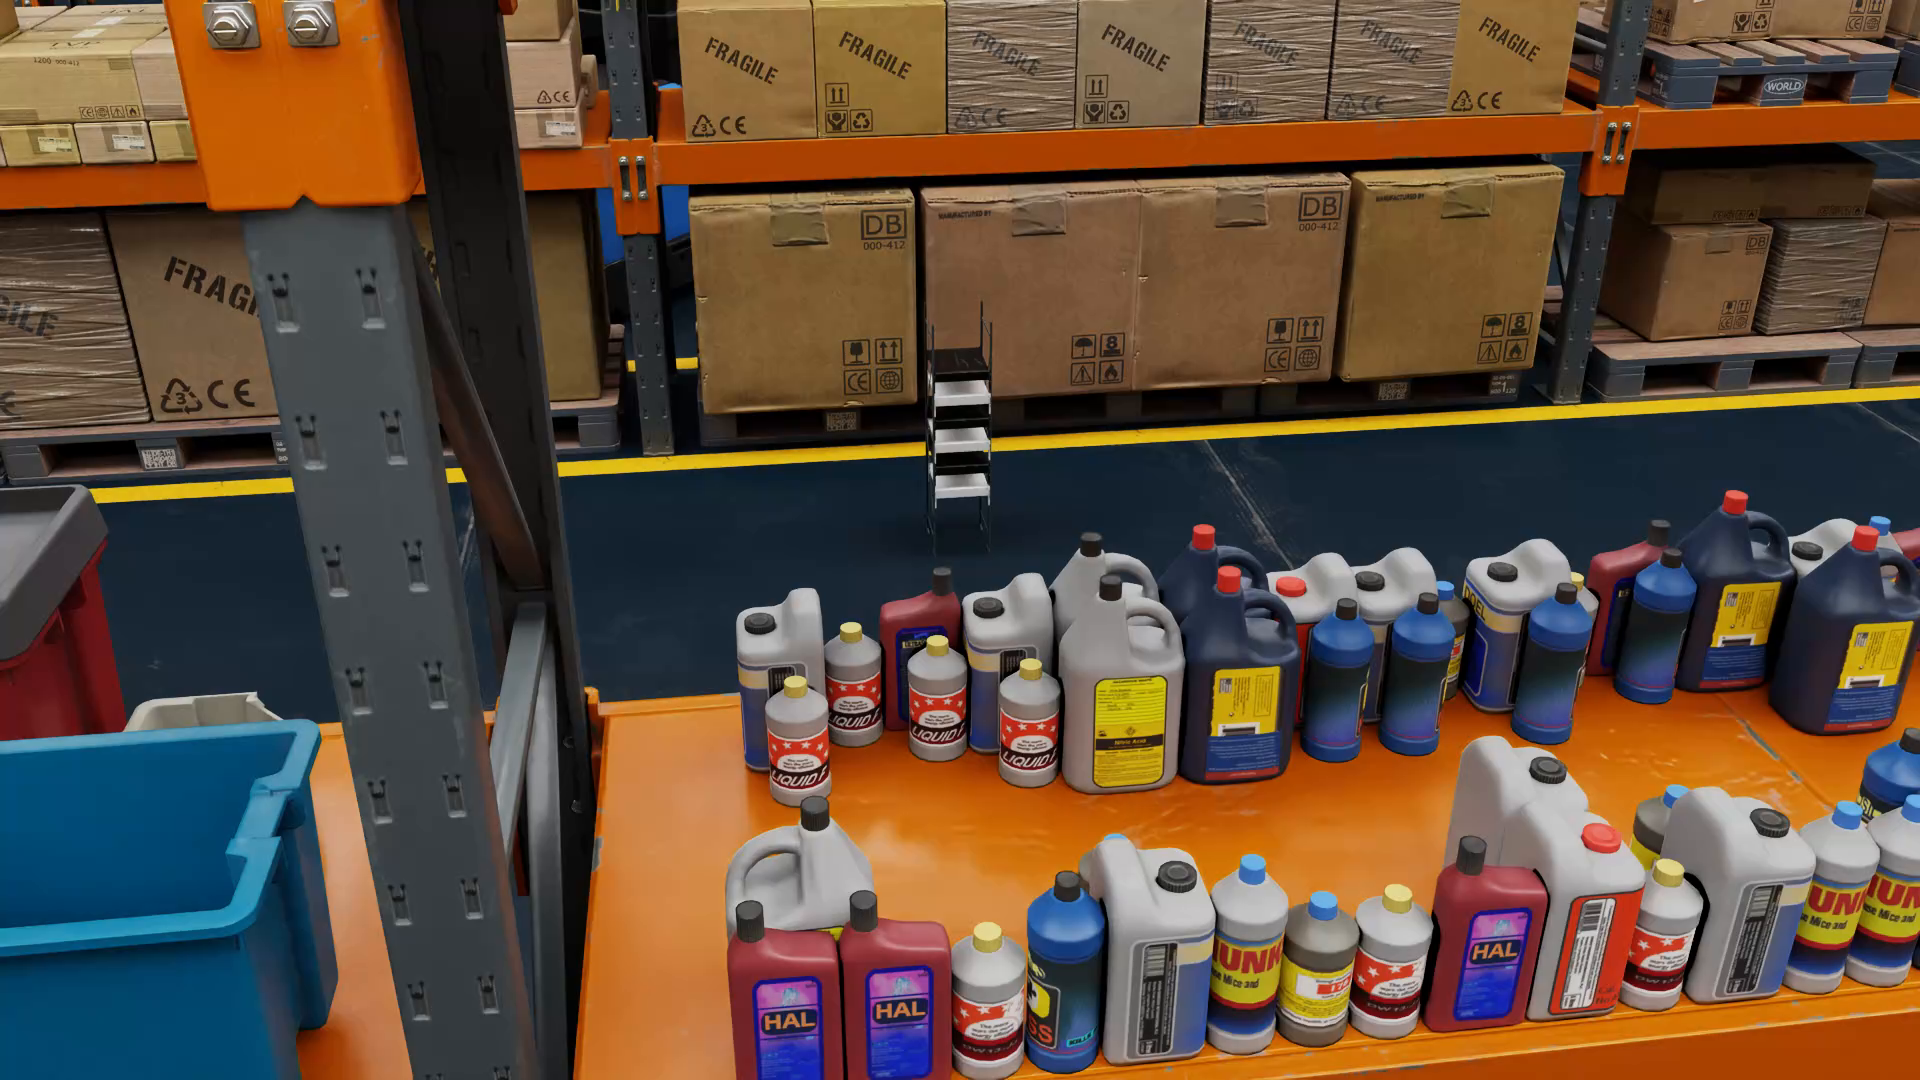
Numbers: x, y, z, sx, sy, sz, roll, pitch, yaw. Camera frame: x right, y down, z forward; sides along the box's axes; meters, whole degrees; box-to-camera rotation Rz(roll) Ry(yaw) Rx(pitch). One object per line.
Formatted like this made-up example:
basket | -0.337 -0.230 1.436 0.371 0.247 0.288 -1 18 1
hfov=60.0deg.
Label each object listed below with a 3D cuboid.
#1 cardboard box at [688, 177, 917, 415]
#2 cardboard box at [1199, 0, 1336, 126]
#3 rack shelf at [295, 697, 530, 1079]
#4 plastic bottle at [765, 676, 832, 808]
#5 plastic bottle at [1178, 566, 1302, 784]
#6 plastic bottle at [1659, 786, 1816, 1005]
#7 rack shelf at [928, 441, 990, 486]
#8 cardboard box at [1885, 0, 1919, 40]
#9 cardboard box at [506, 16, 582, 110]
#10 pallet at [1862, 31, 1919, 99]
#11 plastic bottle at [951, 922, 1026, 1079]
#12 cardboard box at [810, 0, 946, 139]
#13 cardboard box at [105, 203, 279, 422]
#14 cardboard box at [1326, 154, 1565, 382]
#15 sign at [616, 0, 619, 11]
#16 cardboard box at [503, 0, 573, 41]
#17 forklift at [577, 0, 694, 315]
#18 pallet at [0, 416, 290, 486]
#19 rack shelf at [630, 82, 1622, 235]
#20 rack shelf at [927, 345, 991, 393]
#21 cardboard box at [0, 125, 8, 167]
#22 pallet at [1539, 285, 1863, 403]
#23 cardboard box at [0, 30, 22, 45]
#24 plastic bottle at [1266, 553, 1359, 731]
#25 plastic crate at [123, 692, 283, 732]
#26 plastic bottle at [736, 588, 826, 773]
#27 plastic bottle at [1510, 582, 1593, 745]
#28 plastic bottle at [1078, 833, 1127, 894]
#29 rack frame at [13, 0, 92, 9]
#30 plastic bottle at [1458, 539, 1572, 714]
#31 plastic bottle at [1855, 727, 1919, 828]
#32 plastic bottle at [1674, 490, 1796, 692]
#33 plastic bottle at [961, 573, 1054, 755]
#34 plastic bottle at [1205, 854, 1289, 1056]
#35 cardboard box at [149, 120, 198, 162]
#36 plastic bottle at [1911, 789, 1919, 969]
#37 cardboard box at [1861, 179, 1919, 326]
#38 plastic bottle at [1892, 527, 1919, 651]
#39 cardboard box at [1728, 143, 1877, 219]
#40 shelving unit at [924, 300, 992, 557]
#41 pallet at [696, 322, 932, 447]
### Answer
cardboard box | -0.692 -1.197 7.164 0.875 0.875 1.225 -4 27 -7
cardboard box | 1.176 -1.998 6.748 0.500 0.500 0.500 -5 28 -9
rack shelf | -2.613 0.781 2.231 4.000 0.370 1.077 -4 27 -7
plastic bottle | -0.252 0.306 2.586 0.097 0.201 0.097 0 27 0
plastic bottle | 0.435 0.202 2.624 0.185 0.351 0.144 -4 27 -7
plastic bottle | 1.025 0.458 2.208 0.135 0.276 0.152 -4 27 -7
rack shelf | -0.008 -0.290 6.100 0.200 0.077 0.258 -4 27 -7
cardboard box | 4.330 -2.283 7.118 0.500 0.250 0.500 -4 27 -9
cardboard box | -1.723 -1.825 6.359 0.500 0.250 0.500 -4 27 -8
pallet | 4.593 -2.219 7.499 1.213 0.211 1.003 -4 27 -7
plastic bottle | 0.034 0.567 2.076 0.097 0.201 0.097 0 27 0
cardboard box | -0.335 -1.899 6.555 0.500 0.500 0.500 -4 27 -7
cardboard box | -2.879 -1.084 6.945 0.875 0.875 0.875 -4 27 -7
cardboard box | 1.952 -1.367 7.496 0.875 0.875 1.225 -5 28 -10
sign | -1.244 -2.075 5.974 0.005 0.325 0.100 -4 27 -7
cardboard box | -1.741 -2.155 6.181 0.500 0.500 0.500 -3 27 -6
forklift | -1.477 -3.049 8.981 1.130 2.935 3.031 15 31 27
pallet | -3.297 -0.573 7.135 1.213 0.211 1.003 -4 27 -7
rack shelf | 0.658 -1.713 7.091 4.000 0.370 1.077 -4 27 -7
rack shelf | -0.008 -0.610 5.936 0.200 0.077 0.258 -4 27 -7
cardboard box | -3.613 -1.496 6.155 0.250 0.149 0.380 -4 27 -8
pallet | 3.412 -0.969 7.906 1.213 0.211 1.003 -4 27 -7
cardboard box | -3.759 -1.692 6.100 0.500 0.250 0.500 -5 28 -9
plastic bottle | 0.574 0.162 2.784 0.135 0.276 0.152 -4 27 -7
plastic crate | -1.113 0.389 2.429 0.243 0.136 0.396 -4 27 -7
plastic bottle | -0.287 0.217 2.677 0.135 0.276 0.152 -4 27 -7
plastic bottle | 0.972 0.196 2.723 0.097 0.271 0.097 0 27 0
plastic bottle | 0.205 0.486 2.235 0.097 0.201 0.097 0 27 0
rack frame | -5.875 -3.900 10.565 0.127 3.000 1.000 -4 27 -7
plastic bottle | 0.937 0.139 2.830 0.135 0.276 0.152 -4 27 -7
plastic bottle | 1.317 0.387 2.351 0.097 0.271 0.097 0 27 0
plastic bottle | 1.323 0.079 2.865 0.185 0.351 0.144 -4 27 -7
plastic bottle | 0.074 0.194 2.722 0.135 0.276 0.152 -4 27 -7
plastic bottle | 0.360 0.515 2.101 0.097 0.271 0.097 0 27 0
cardboard box | -2.852 -1.545 6.250 0.250 0.149 0.380 -4 27 -8
plastic bottle | 1.377 0.404 2.232 0.185 0.351 0.144 -4 27 -7
cardboard box | 4.407 -1.376 7.901 0.500 0.500 0.700 -1 27 -3
plastic bottle | 1.704 0.065 2.965 0.133 0.283 0.061 -4 27 -7
cardboard box | 3.821 -1.672 7.657 0.500 0.250 0.500 -1 27 -1
shelving unit | -0.008 -0.400 6.044 0.210 0.900 0.258 -4 27 -7
pallet | -0.569 -0.748 7.477 1.213 0.211 1.003 -4 27 -7
